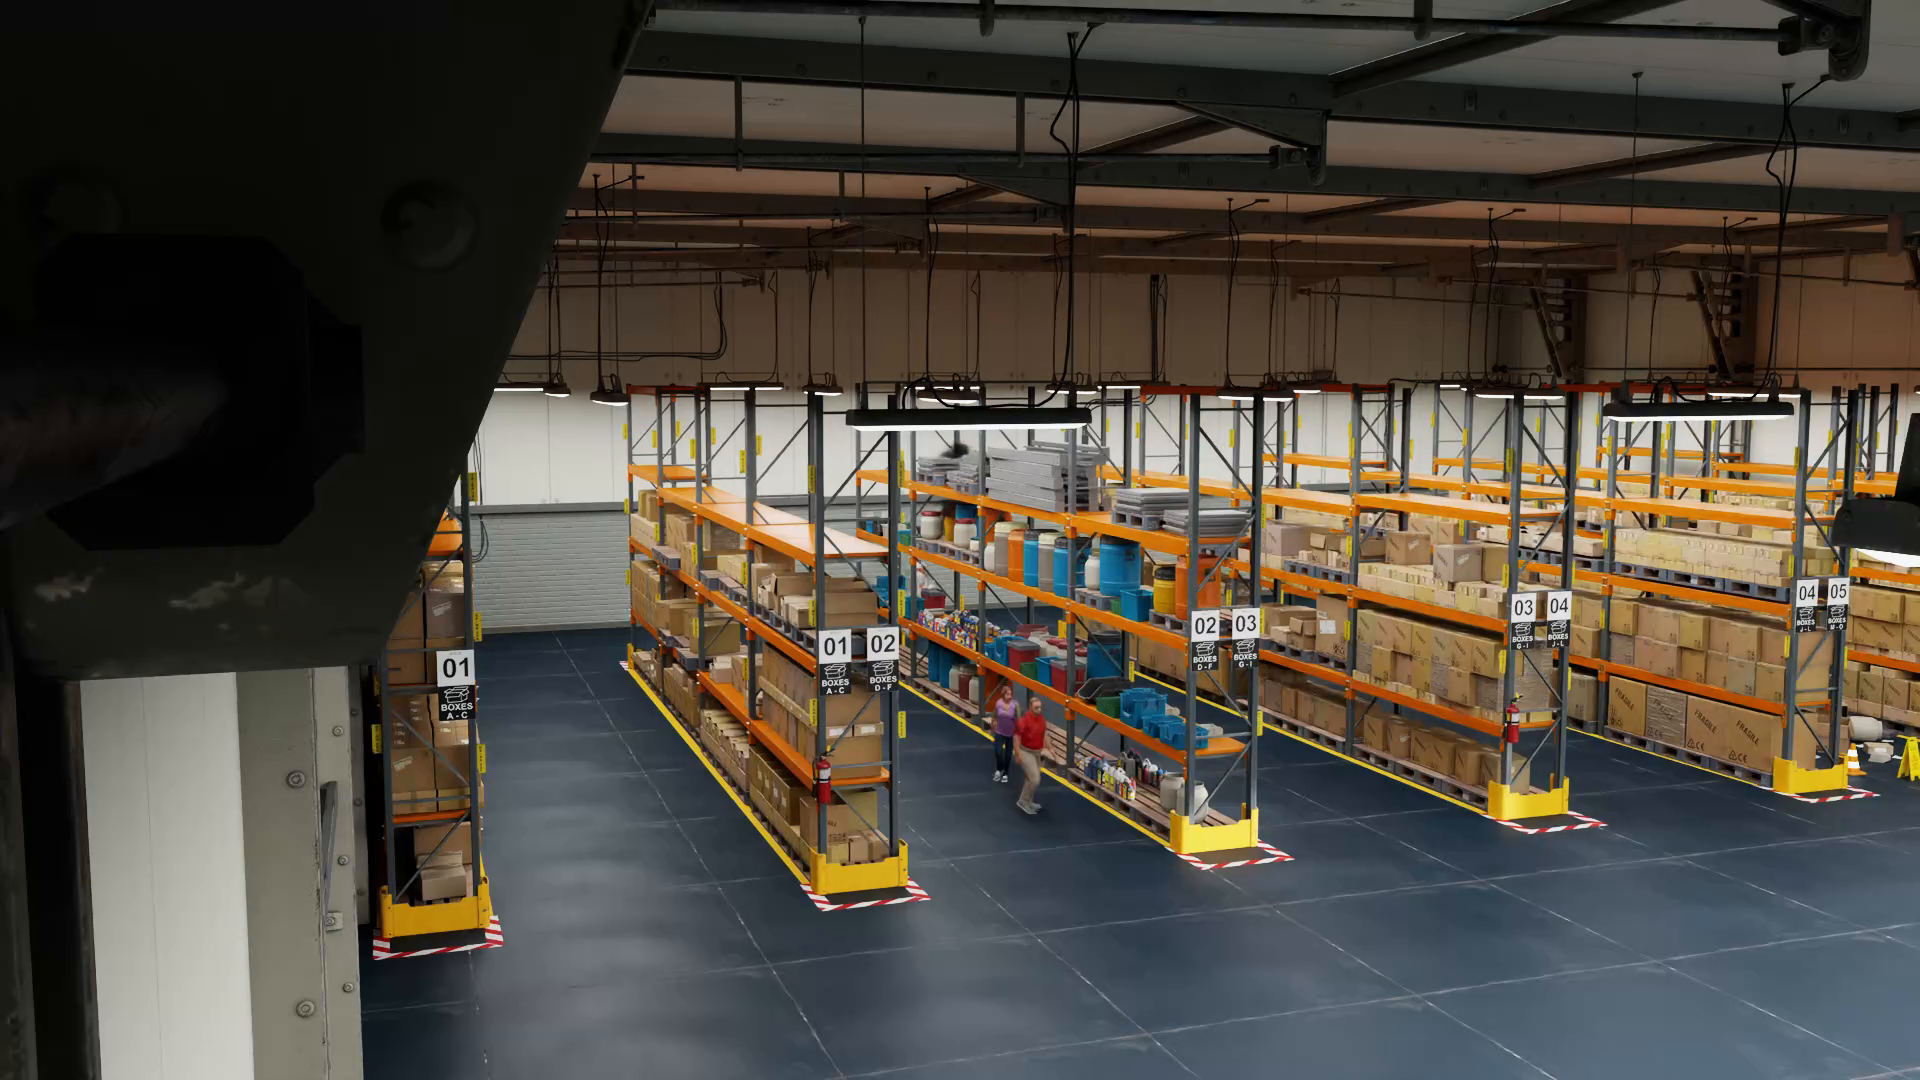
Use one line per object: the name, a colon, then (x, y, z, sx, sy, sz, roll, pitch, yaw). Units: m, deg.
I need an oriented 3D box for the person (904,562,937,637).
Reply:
person: (-0.945, 1.425, 38.951, 0.796, 1.845, 0.666, -1, 6, -6)

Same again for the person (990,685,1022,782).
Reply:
person: (0.706, 2.953, 25.165, 0.520, 1.543, 0.730, 0, 6, 3)

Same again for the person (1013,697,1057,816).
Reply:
person: (1.014, 3.058, 23.653, 0.577, 1.698, 0.610, 4, 7, 33)
